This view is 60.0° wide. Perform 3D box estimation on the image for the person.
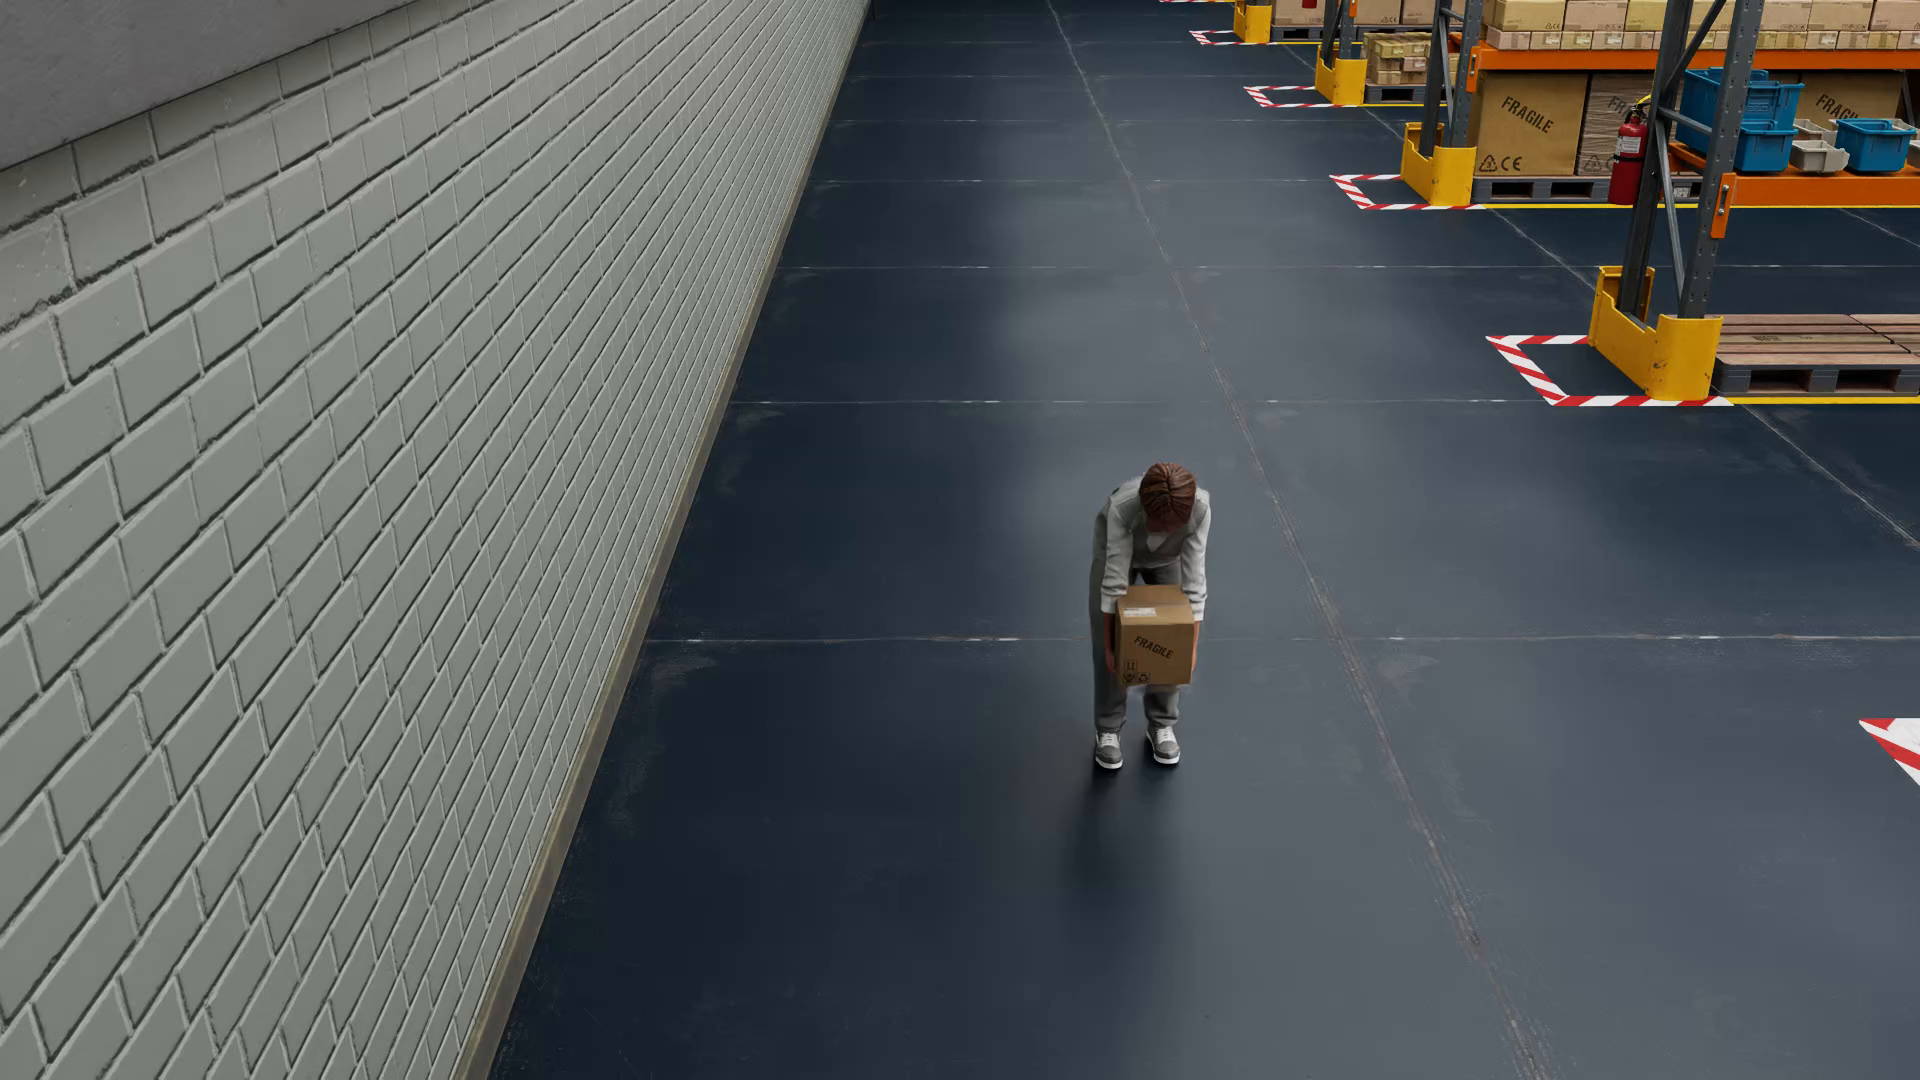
[{"bbox_3d":[0.659,0.246,5.986,0.380,1.117,0.539,-1,24,-2],"label":"person"}]
